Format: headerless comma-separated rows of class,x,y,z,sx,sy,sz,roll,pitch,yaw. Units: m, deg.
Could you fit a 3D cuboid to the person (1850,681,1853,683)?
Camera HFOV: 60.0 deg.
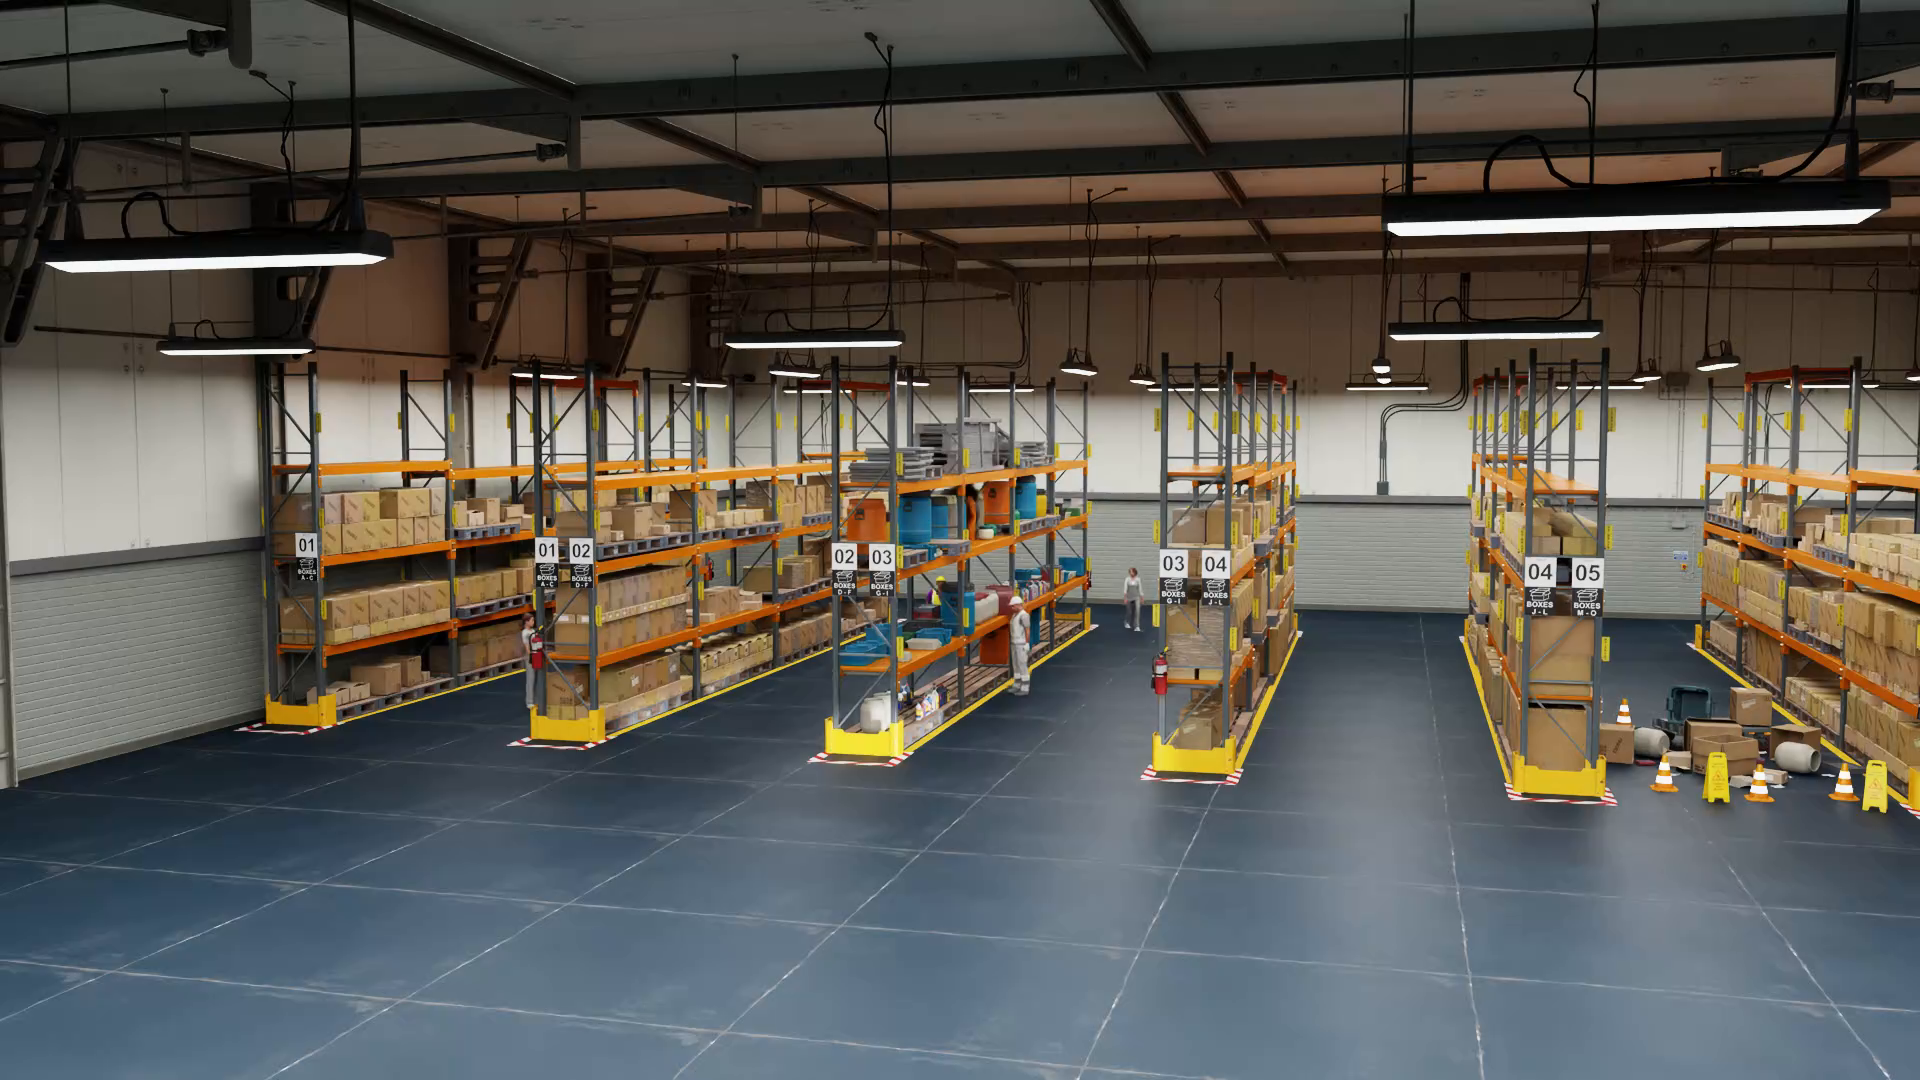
person,17.232,1.919,31.946,0.534,1.689,0.454,-4,5,-43

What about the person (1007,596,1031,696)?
person,1.069,1.919,30.397,0.397,1.784,0.590,-1,4,-19

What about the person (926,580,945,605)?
person,-0.443,1.658,35.686,0.699,1.708,1.003,1,4,17

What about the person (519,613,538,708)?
person,-7.451,2.135,29.089,0.505,1.714,0.477,3,5,34

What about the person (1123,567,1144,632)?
person,4.183,1.420,39.944,0.507,1.541,0.909,0,4,-6
